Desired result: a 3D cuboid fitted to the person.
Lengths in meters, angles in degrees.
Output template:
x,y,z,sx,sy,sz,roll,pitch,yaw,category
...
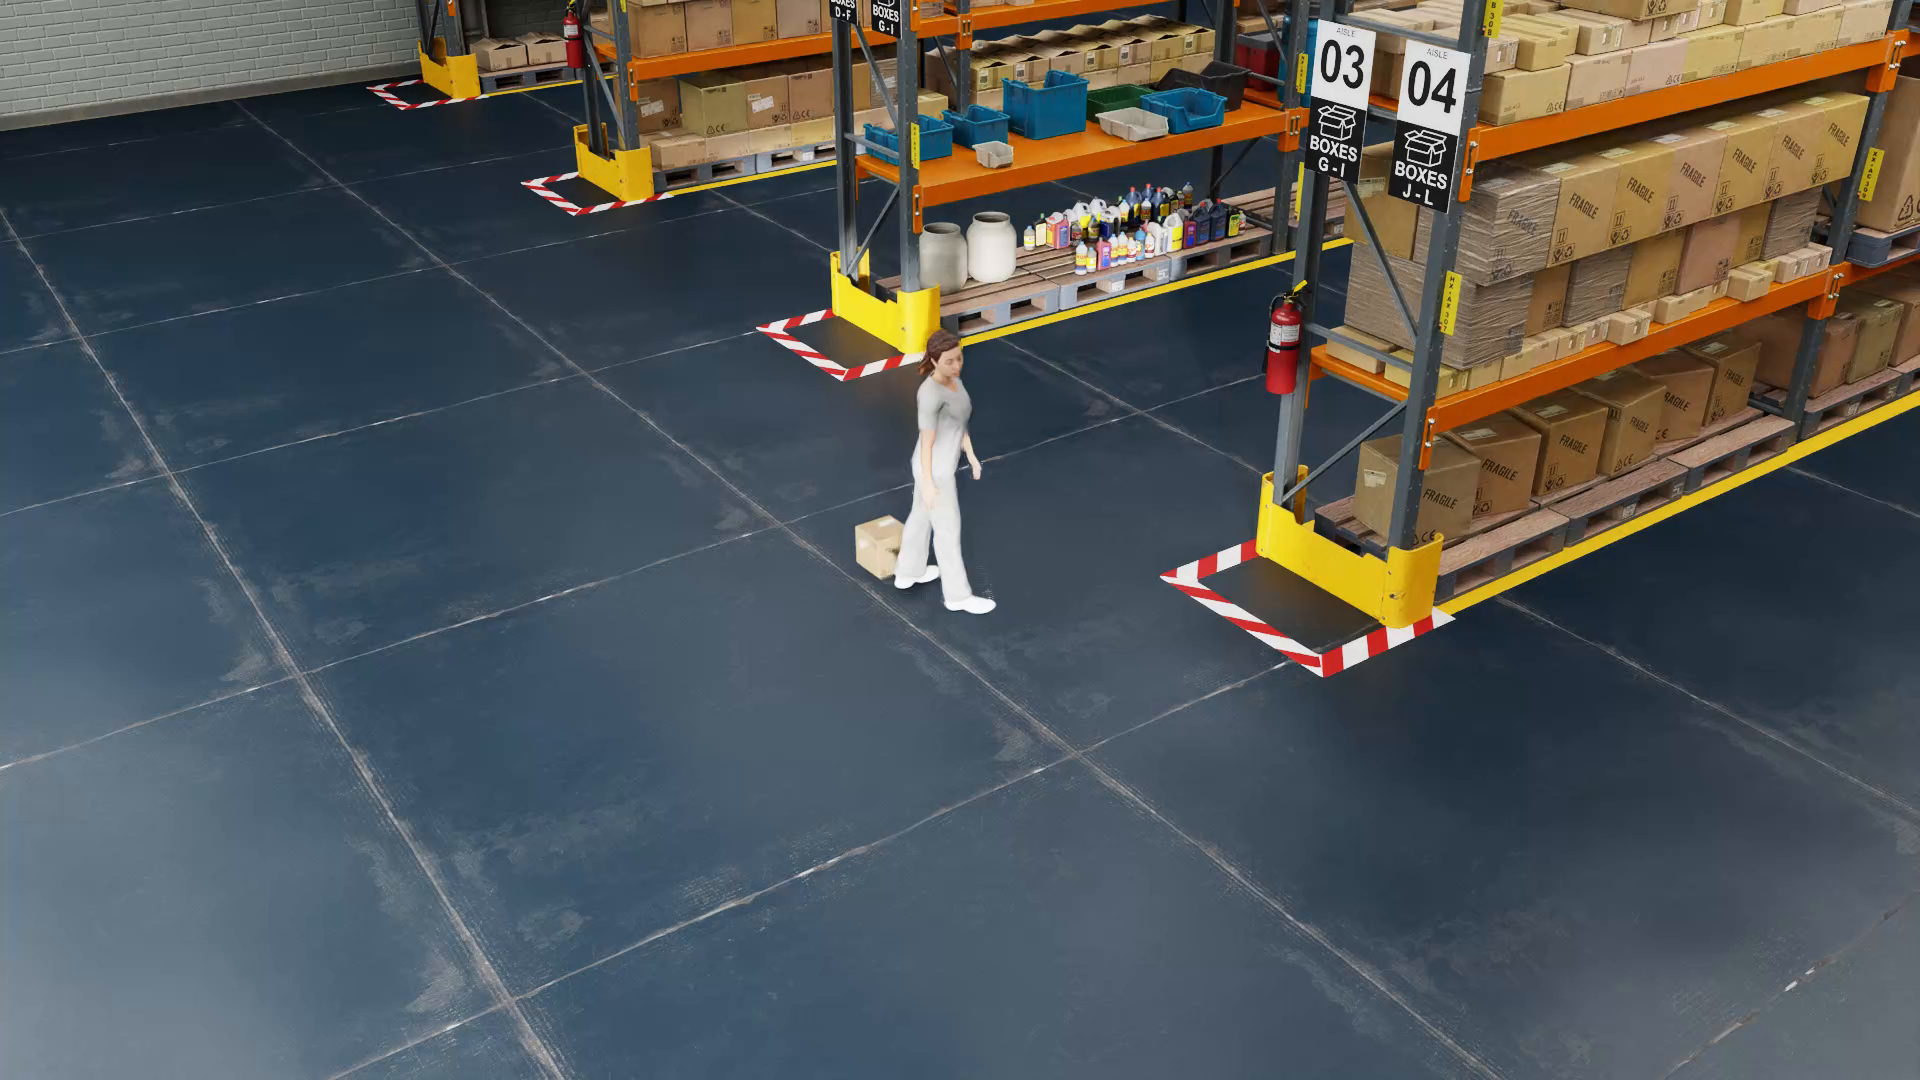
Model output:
x,y,z,sx,sy,sz,roll,pitch,yaw,category
-0.087,-0.395,9.312,0.651,1.661,0.518,5,29,10,person
